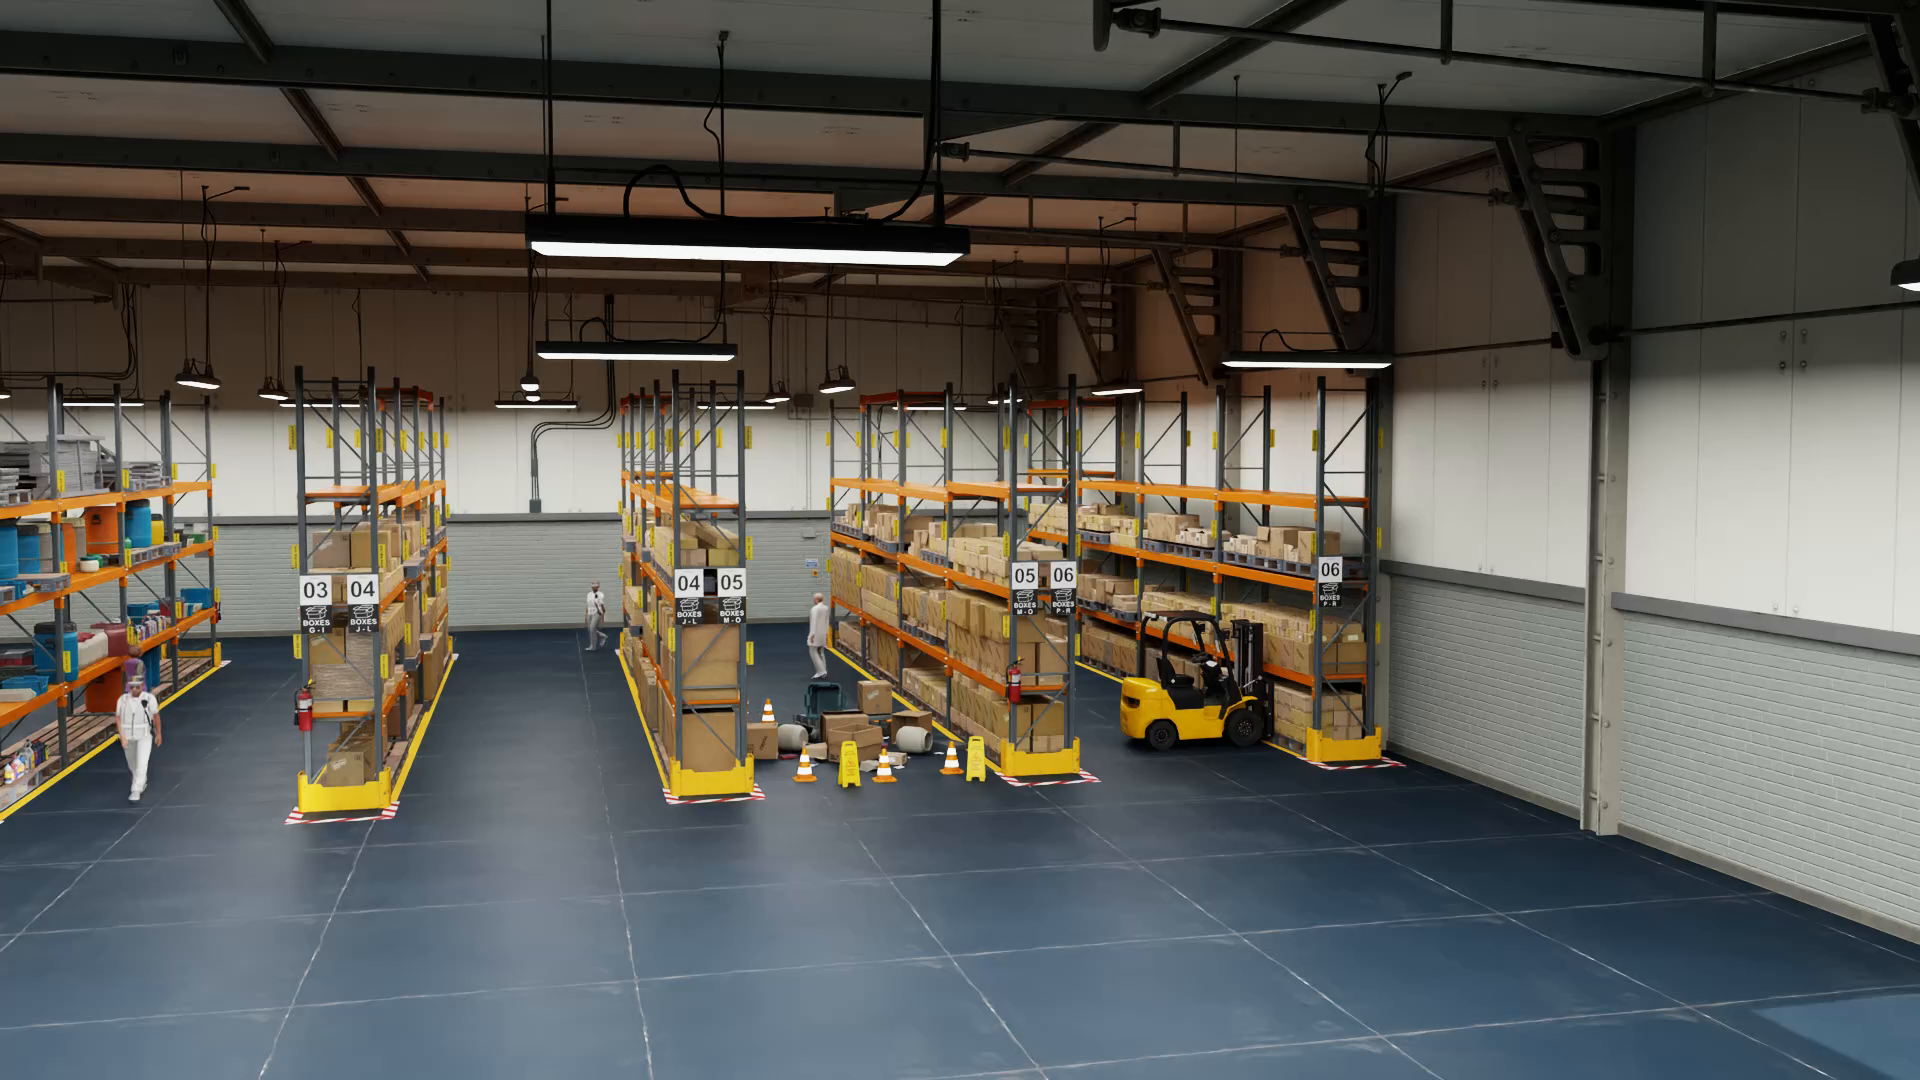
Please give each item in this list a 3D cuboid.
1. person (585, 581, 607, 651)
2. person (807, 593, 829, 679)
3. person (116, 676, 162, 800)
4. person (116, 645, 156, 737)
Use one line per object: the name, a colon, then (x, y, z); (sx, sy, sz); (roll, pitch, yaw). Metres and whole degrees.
person: (-8.672, 1.788, 39.675); (0.441, 1.647, 0.745); (3, 4, 38)
person: (-2.960, 2.037, 35.182); (0.480, 1.832, 0.621); (2, 4, 32)
person: (-11.554, 2.749, 23.302); (0.539, 1.687, 1.000); (-1, 3, -10)
person: (-13.858, 2.537, 27.944); (0.378, 1.543, 0.944); (0, 3, 3)
